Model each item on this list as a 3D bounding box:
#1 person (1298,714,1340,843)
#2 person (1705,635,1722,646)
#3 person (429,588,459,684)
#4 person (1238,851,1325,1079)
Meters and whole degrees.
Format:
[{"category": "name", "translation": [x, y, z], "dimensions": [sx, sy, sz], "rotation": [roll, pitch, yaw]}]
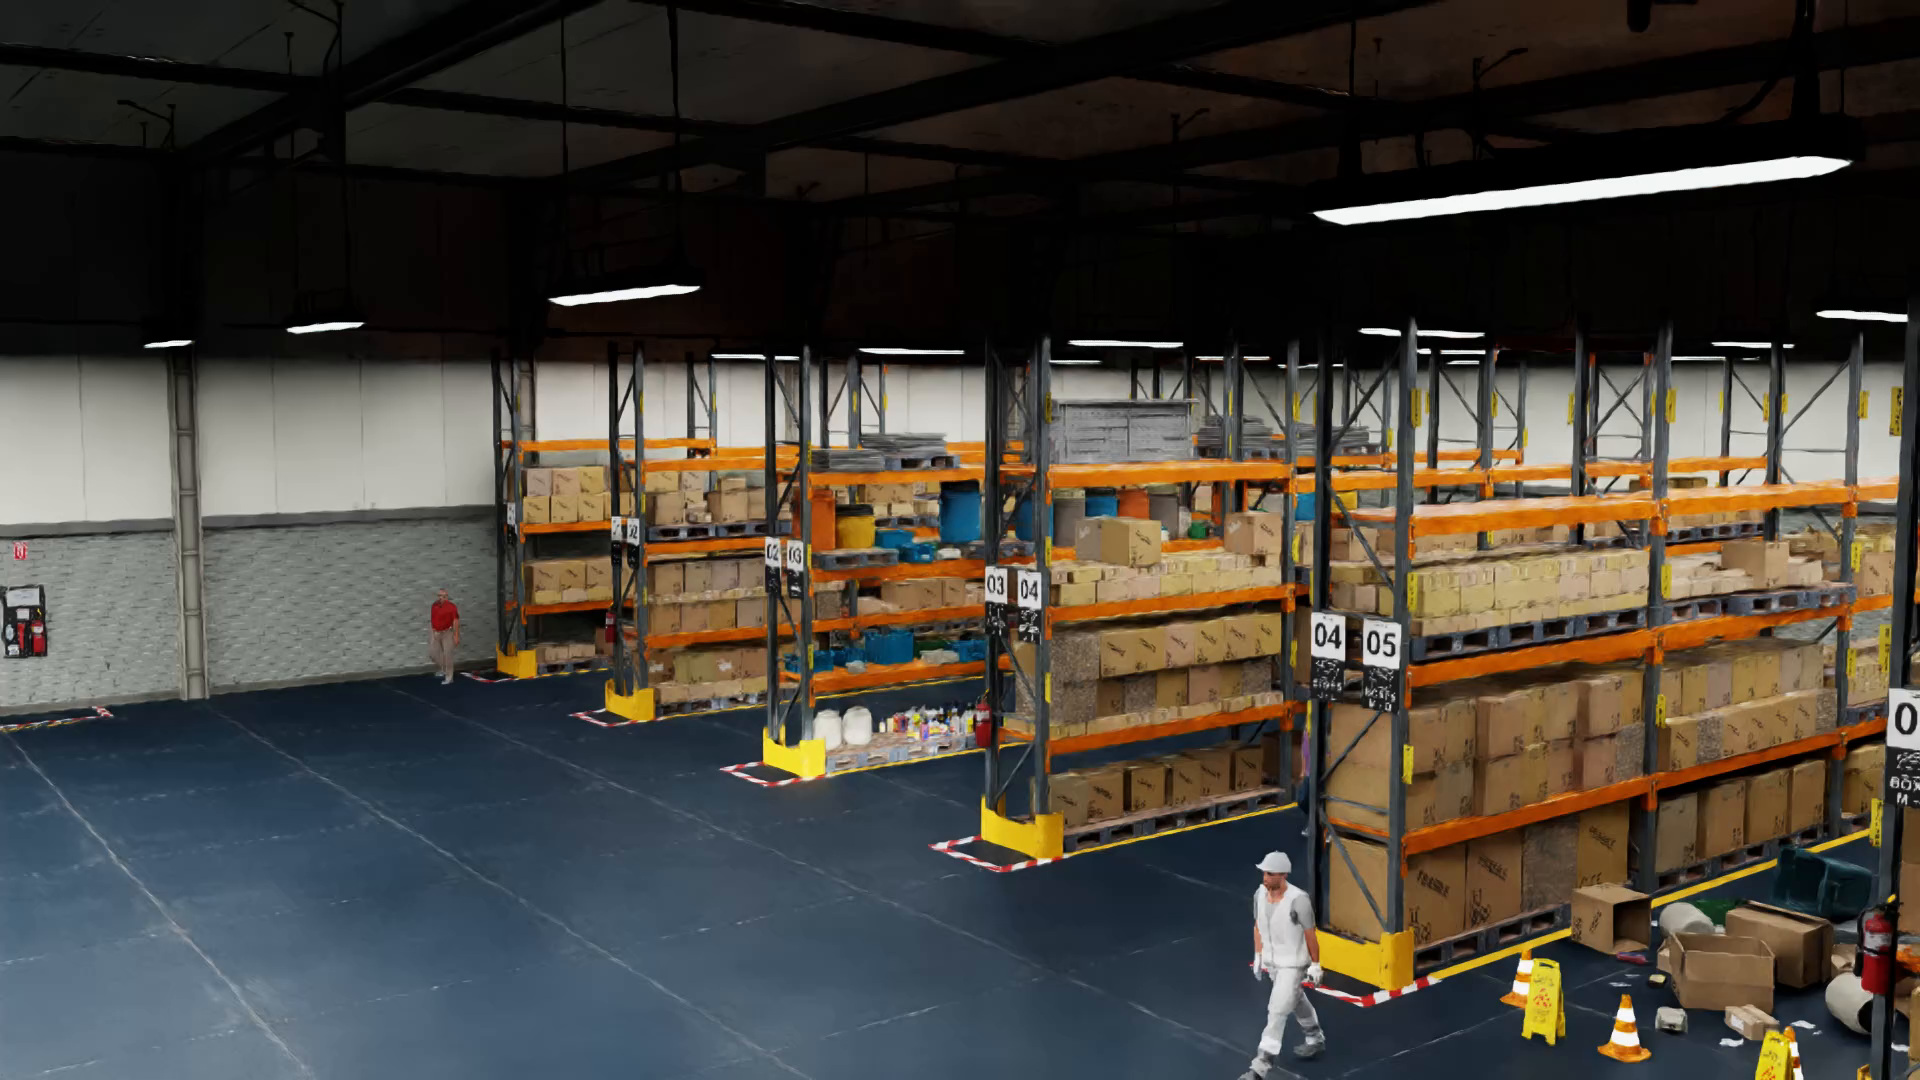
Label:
[{"category": "person", "translation": [4.140, 2.721, 19.167], "dimensions": [0.516, 1.540, 0.566], "rotation": [-4, 6, -39]}, {"category": "person", "translation": [11.307, 2.170, 24.935], "dimensions": [0.512, 1.632, 0.639], "rotation": [-4, 7, -40]}, {"category": "person", "translation": [-9.193, 1.700, 29.726], "dimensions": [0.607, 1.719, 0.545], "rotation": [2, 5, 17]}, {"category": "person", "translation": [2.416, 3.192, 12.610], "dimensions": [1.123, 1.709, 0.553], "rotation": [-3, 6, -34]}]
